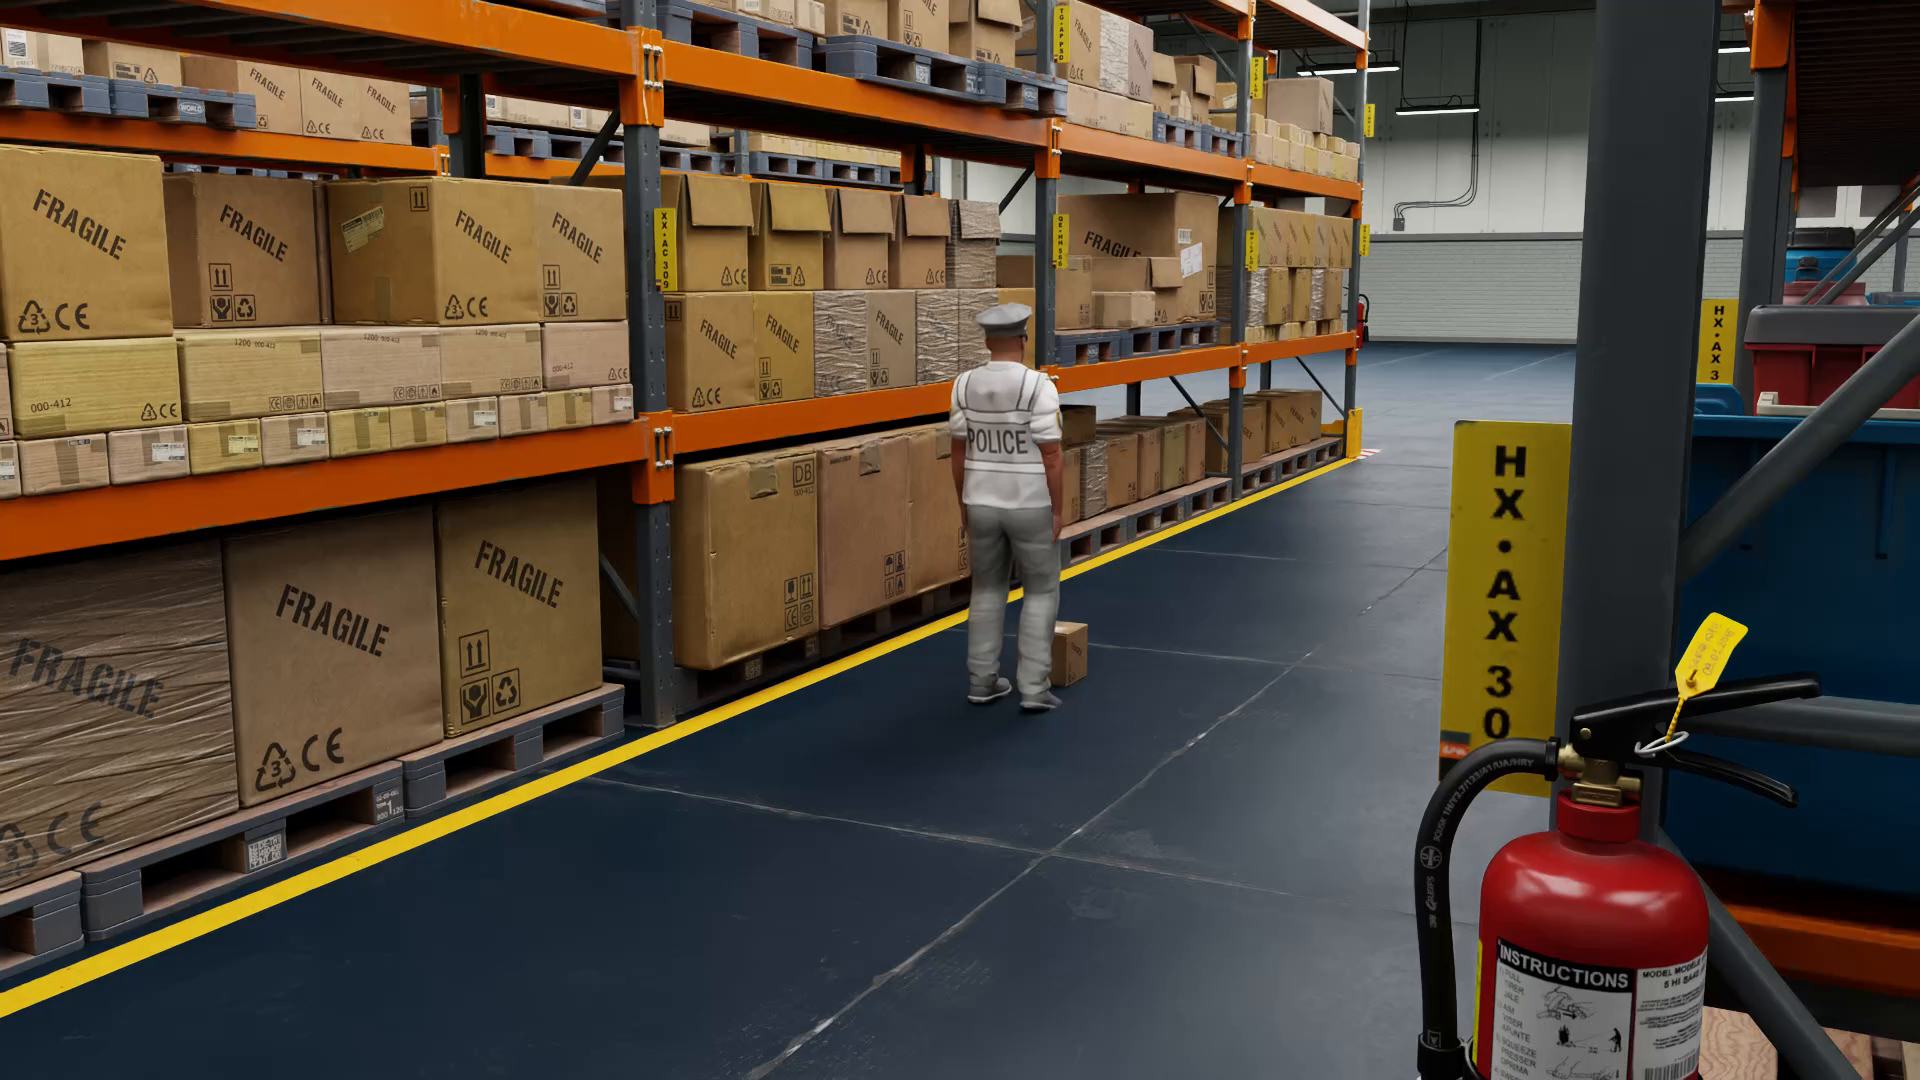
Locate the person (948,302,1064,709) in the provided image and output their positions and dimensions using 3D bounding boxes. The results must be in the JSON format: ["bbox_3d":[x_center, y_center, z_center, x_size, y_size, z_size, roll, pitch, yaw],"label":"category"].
[{"bbox_3d":[0.219,-0.126,7.273,0.539,1.800,0.392,5,10,26],"label":"person"}]
